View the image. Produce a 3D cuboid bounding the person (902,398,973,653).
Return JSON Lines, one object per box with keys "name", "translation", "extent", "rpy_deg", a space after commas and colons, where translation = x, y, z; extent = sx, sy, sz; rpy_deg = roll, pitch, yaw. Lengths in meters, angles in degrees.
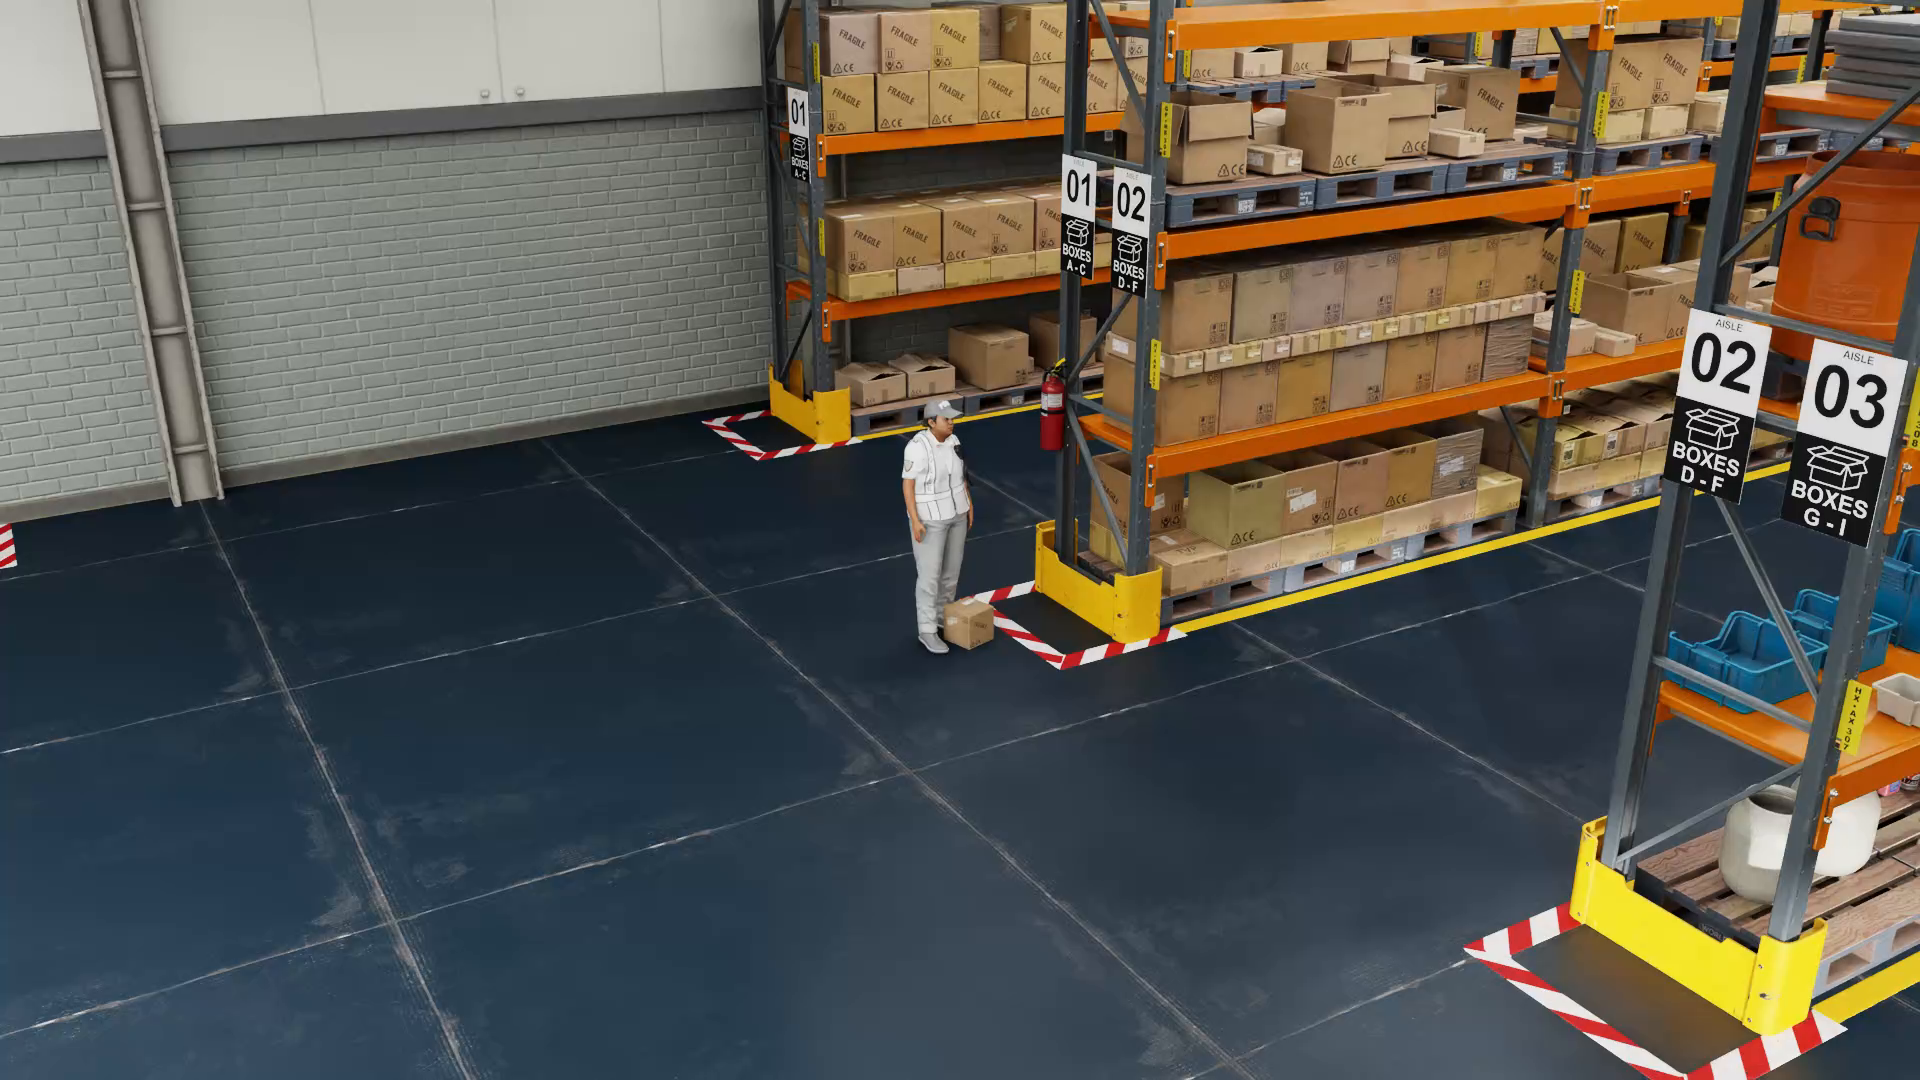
{"name": "person", "translation": [-0.103, -0.128, 11.372], "extent": [0.598, 1.669, 0.529], "rpy_deg": [-20, 29, -40]}
